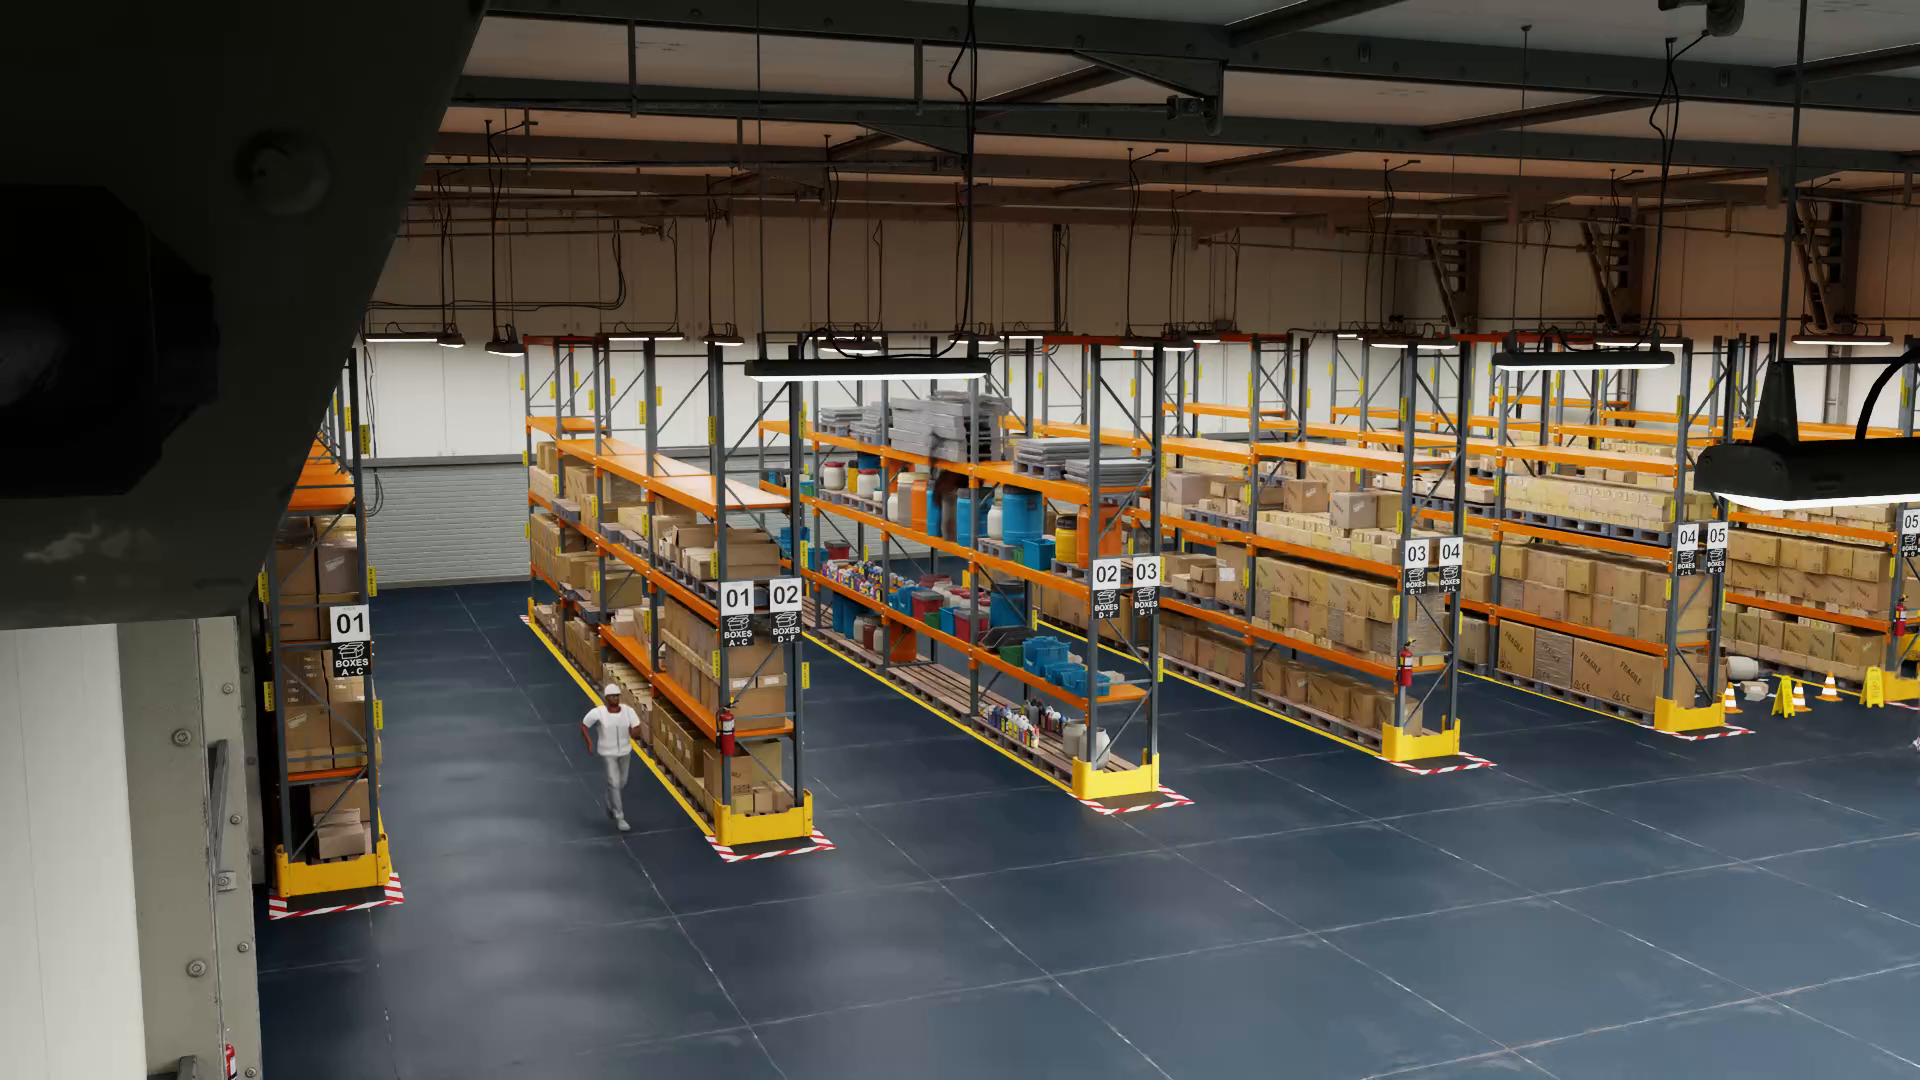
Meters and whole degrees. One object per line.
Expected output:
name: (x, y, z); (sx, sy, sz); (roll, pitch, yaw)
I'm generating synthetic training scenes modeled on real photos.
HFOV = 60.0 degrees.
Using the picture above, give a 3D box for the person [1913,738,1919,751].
person: (13.905, 2.428, 23.317); (0.879, 1.669, 0.579); (3, 8, 24)

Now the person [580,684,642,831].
person: (-4.318, 2.668, 20.823); (0.700, 1.754, 0.972); (-5, 9, -34)
